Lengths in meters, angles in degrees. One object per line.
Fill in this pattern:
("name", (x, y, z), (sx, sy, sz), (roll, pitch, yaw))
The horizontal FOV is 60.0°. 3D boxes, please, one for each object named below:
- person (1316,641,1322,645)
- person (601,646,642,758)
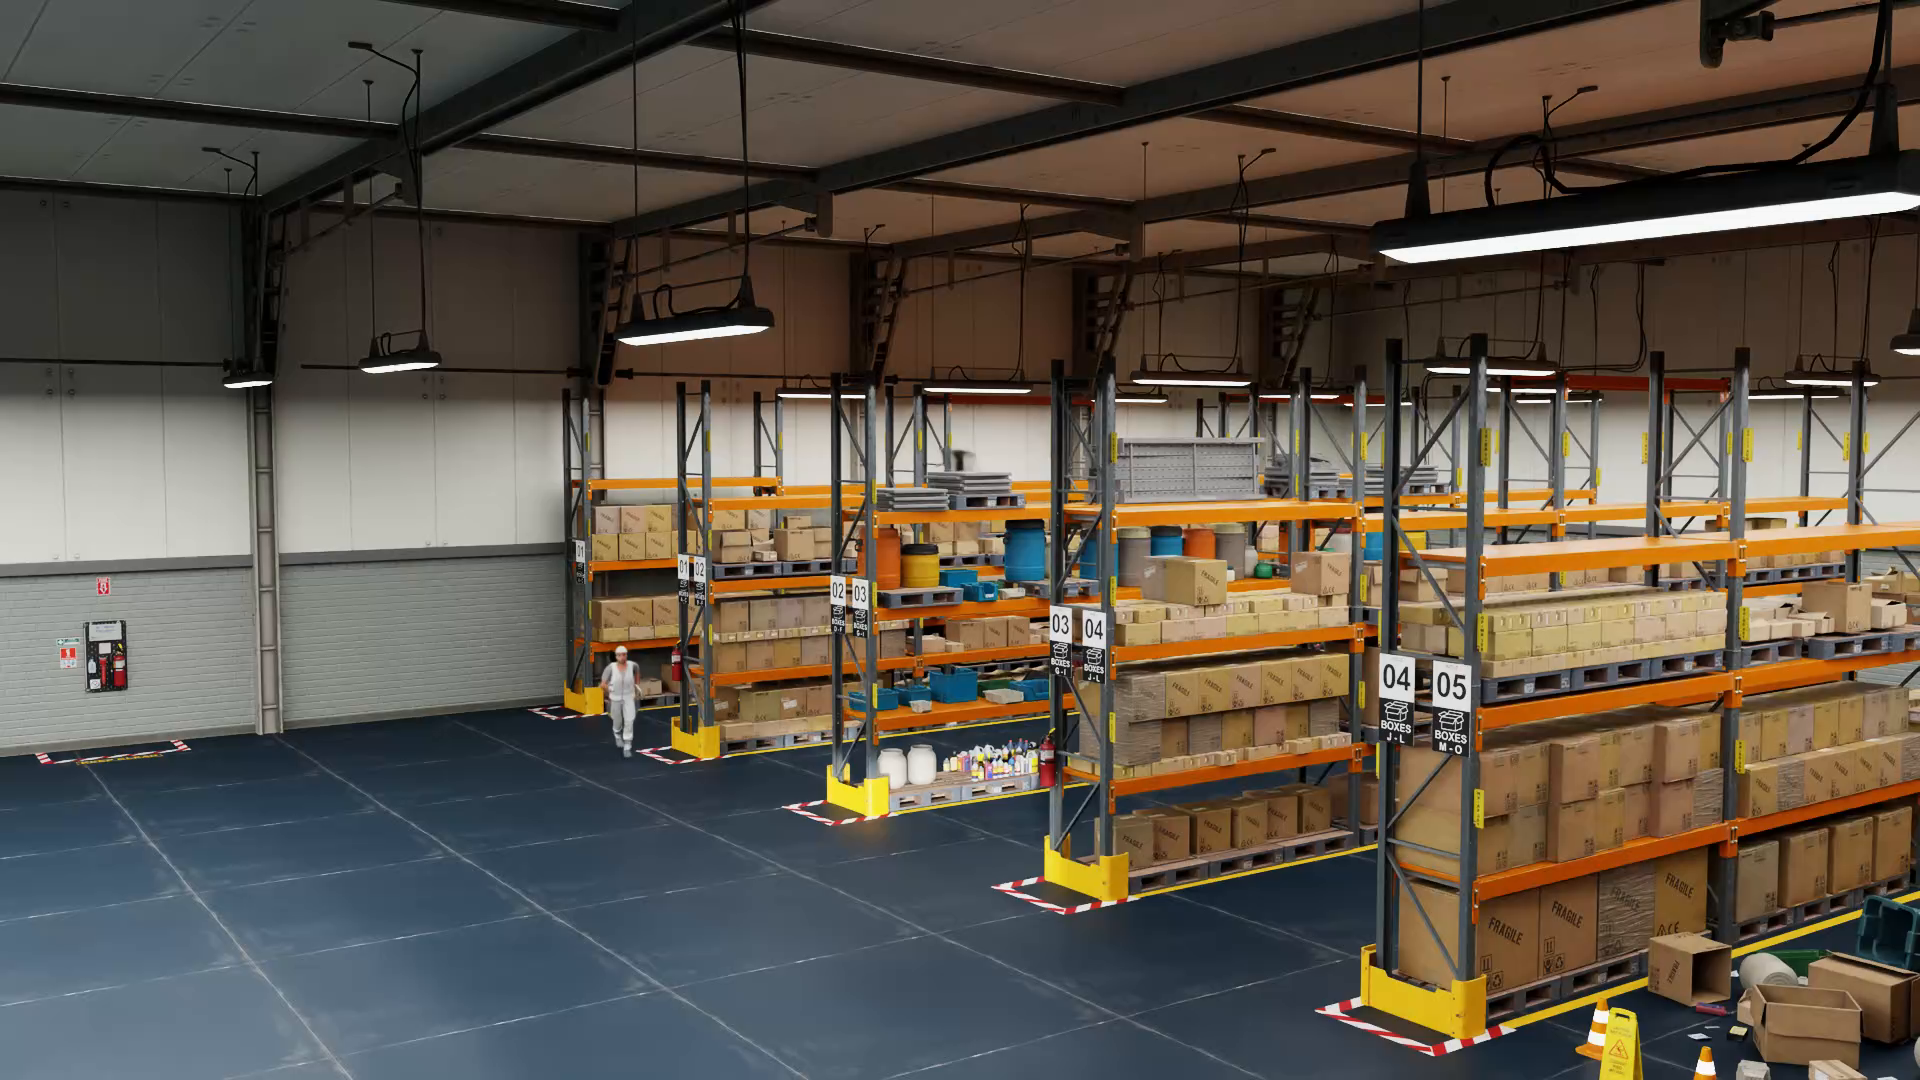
("person", (8.612, 1.806, 38.536), (0.689, 1.847, 0.929), (-2, 4, -26))
("person", (-5.408, 2.545, 26.610), (0.643, 1.750, 1.070), (-1, 4, -13))
